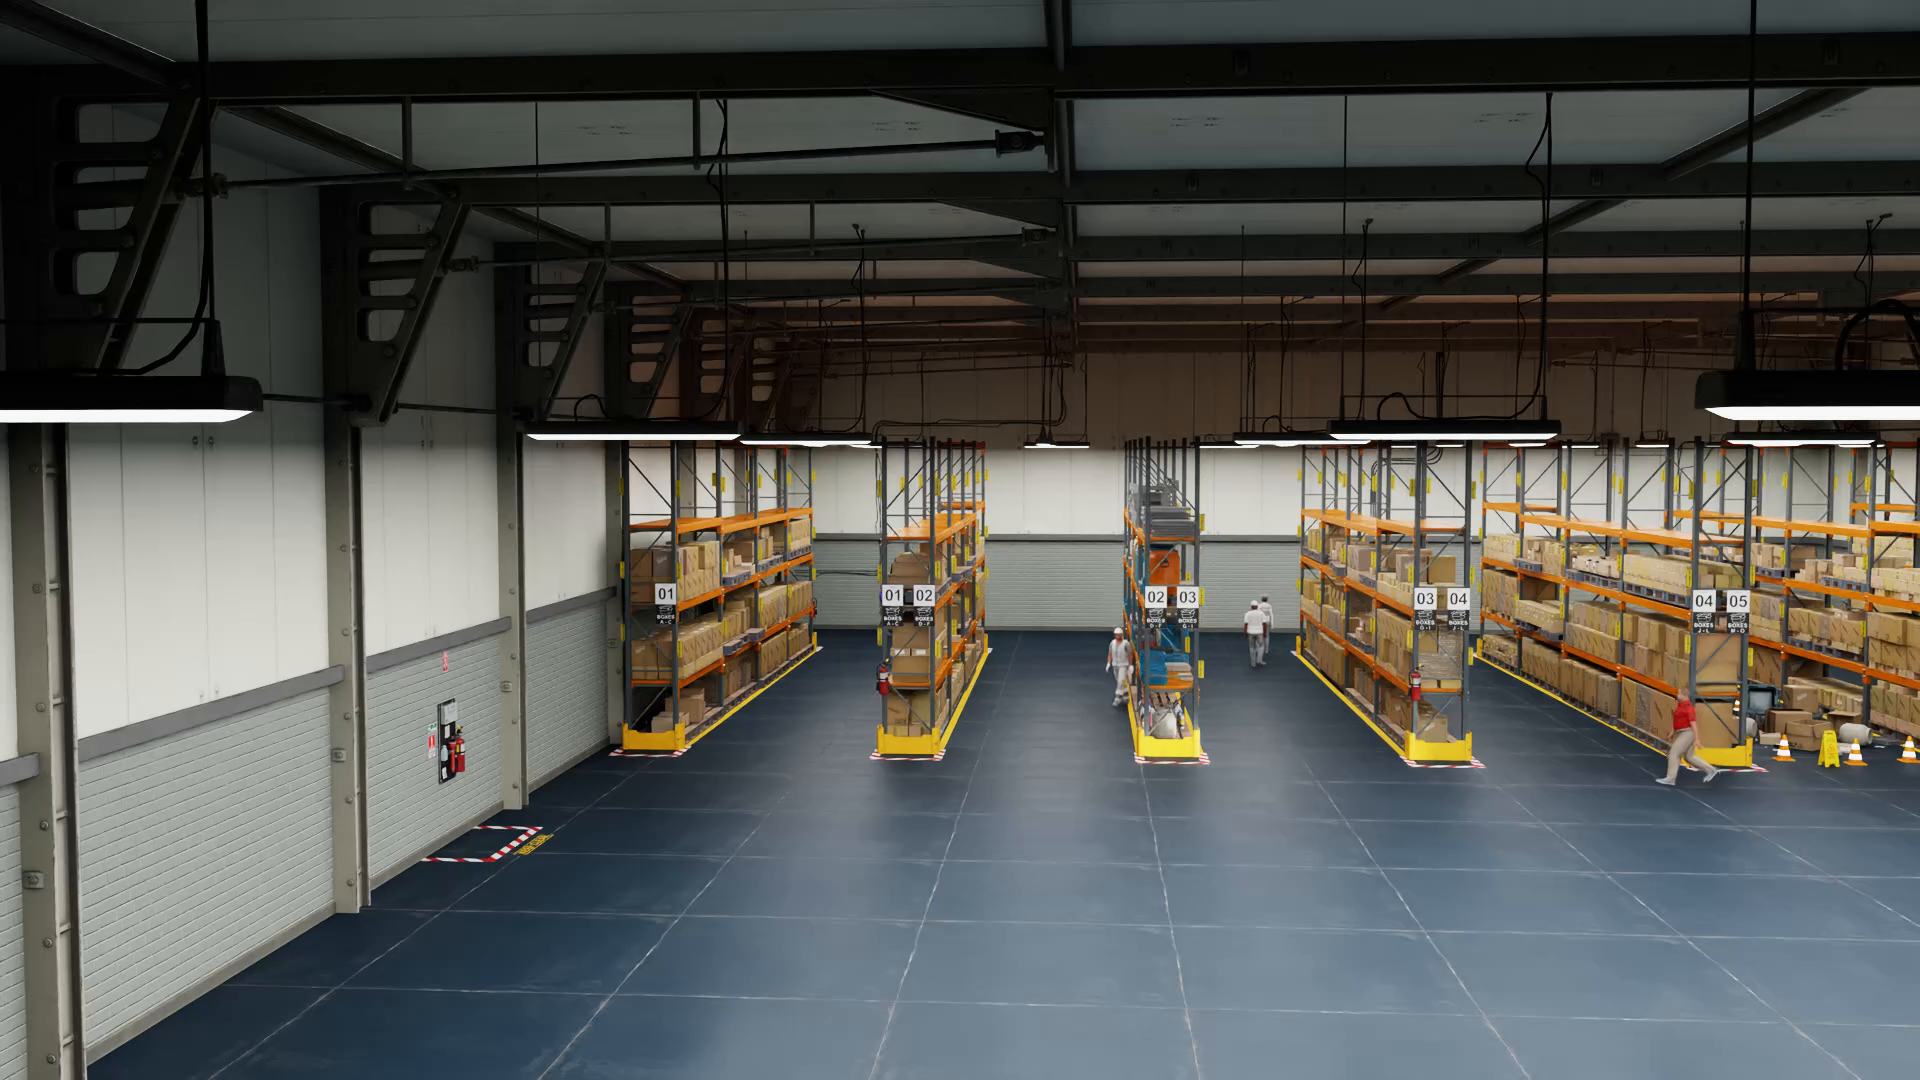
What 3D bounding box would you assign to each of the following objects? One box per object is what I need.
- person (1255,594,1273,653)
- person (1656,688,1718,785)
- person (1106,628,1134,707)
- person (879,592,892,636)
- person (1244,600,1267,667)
[{"bbox_3d":[8.562,2.374,47.117,0.686,1.671,0.446,-1,3,-16],"label":"person"},{"bbox_3d":[12.460,3.359,28.462,1.064,1.663,0.613,0,3,9],"label":"person"},{"bbox_3d":[3.549,2.830,37.206,0.561,1.734,0.993,3,4,41],"label":"person"},{"bbox_3d":[-2.300,2.139,51.554,0.643,1.621,0.453,3,4,43],"label":"person"},{"bbox_3d":[7.841,2.487,44.168,0.595,1.767,0.547,1,3,11],"label":"person"}]
